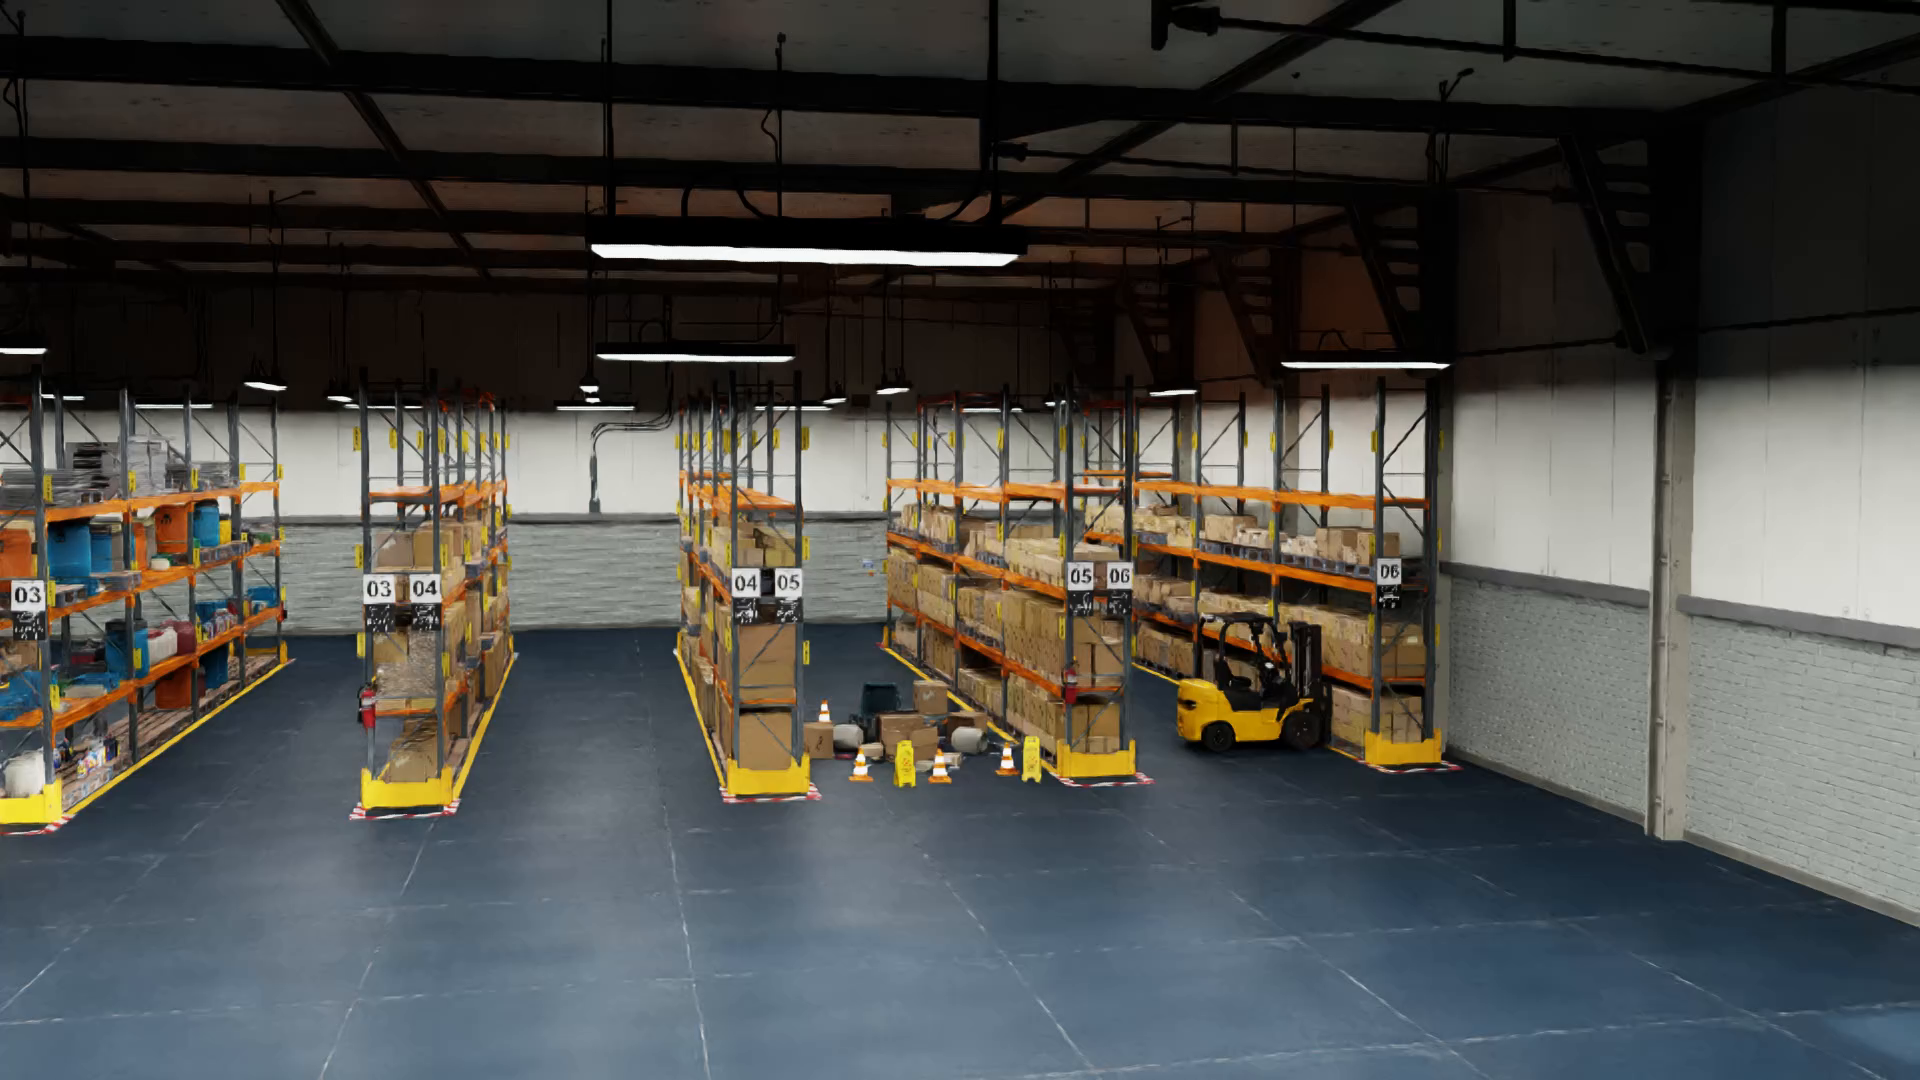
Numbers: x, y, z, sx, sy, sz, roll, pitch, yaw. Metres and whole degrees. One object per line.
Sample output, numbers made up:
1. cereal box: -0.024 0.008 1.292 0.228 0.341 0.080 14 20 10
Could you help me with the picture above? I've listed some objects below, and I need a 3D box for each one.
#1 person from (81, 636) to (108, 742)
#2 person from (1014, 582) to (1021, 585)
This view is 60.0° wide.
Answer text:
1. person: -13.819 2.365 26.542 0.548 1.663 0.655 0 3 -2
2. person: 1.515 1.804 41.332 0.496 1.485 0.537 -2 4 -27
